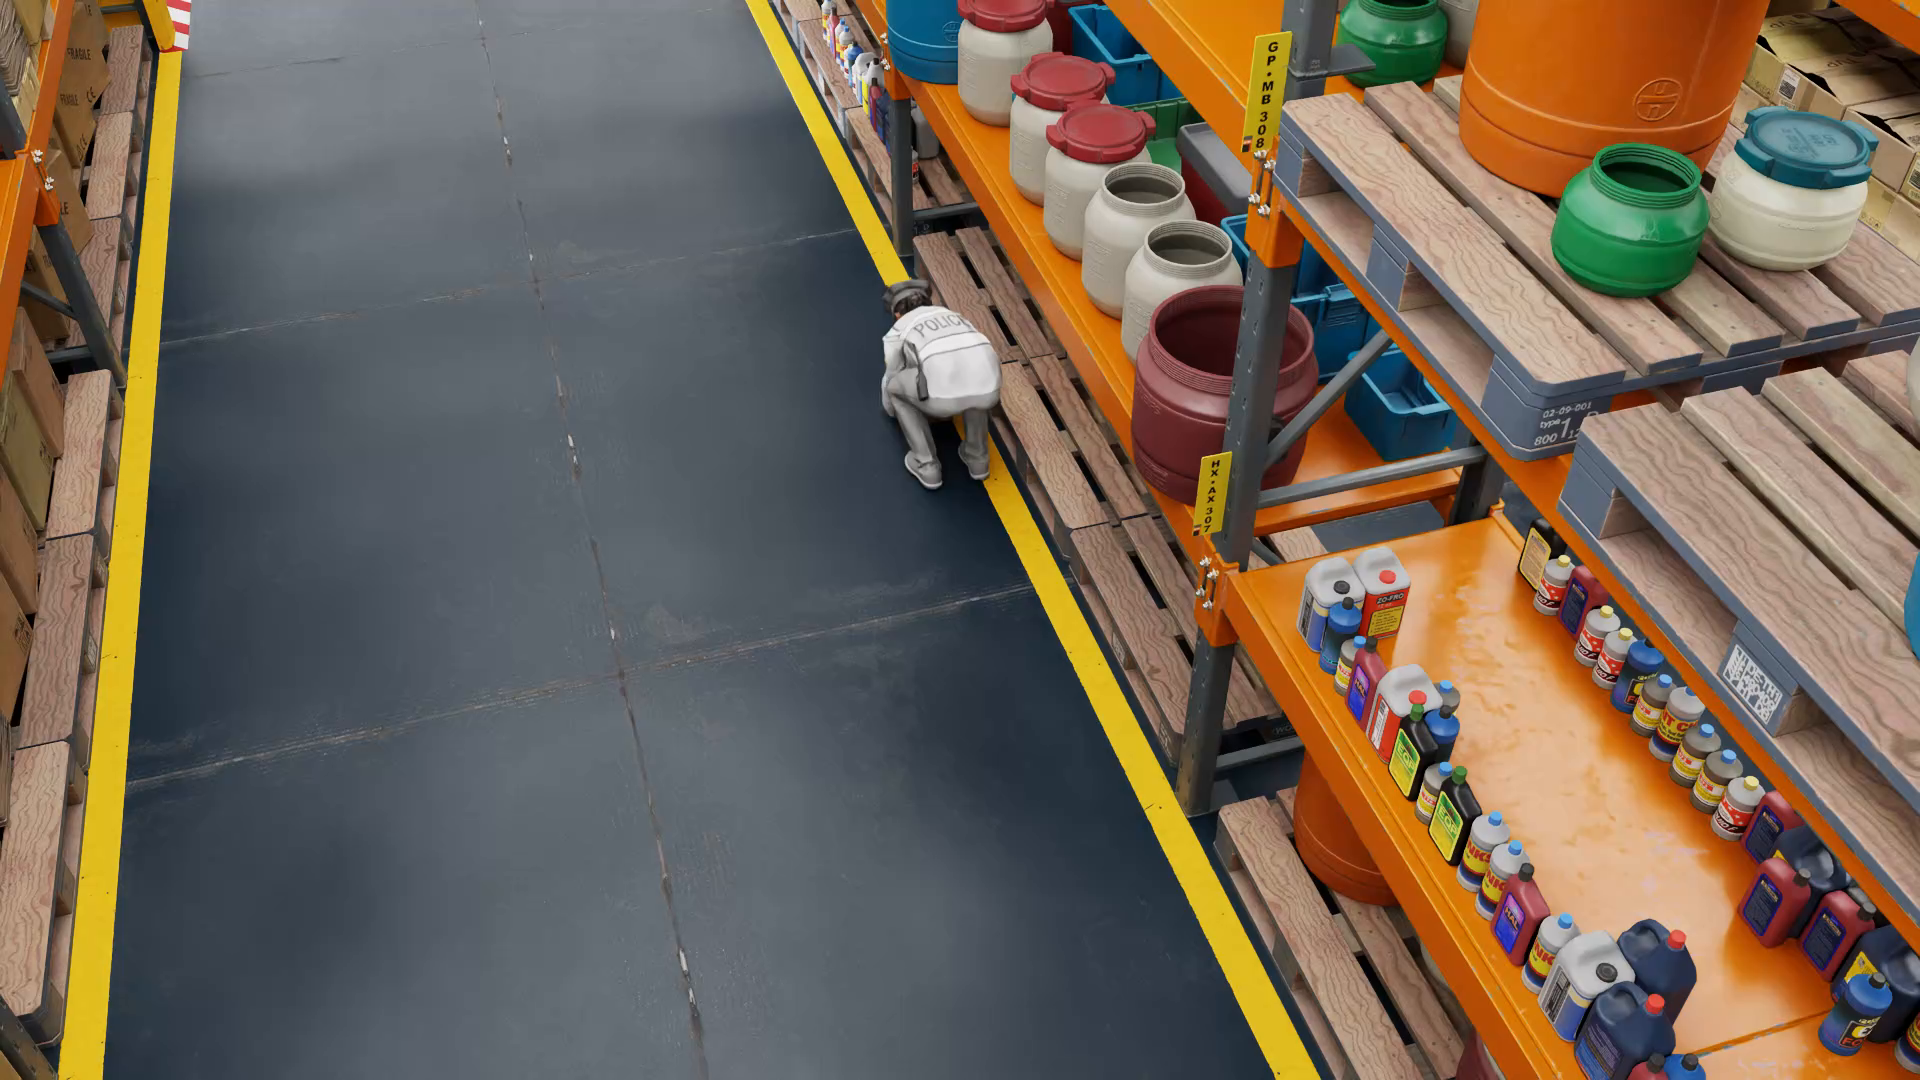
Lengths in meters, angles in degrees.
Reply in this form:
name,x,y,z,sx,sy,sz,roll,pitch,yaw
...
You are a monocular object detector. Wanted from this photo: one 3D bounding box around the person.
name,x,y,z,sx,sy,sz,roll,pitch,yaw
person,-0.105,-0.713,7.610,0.466,0.801,0.906,-13,44,-14
